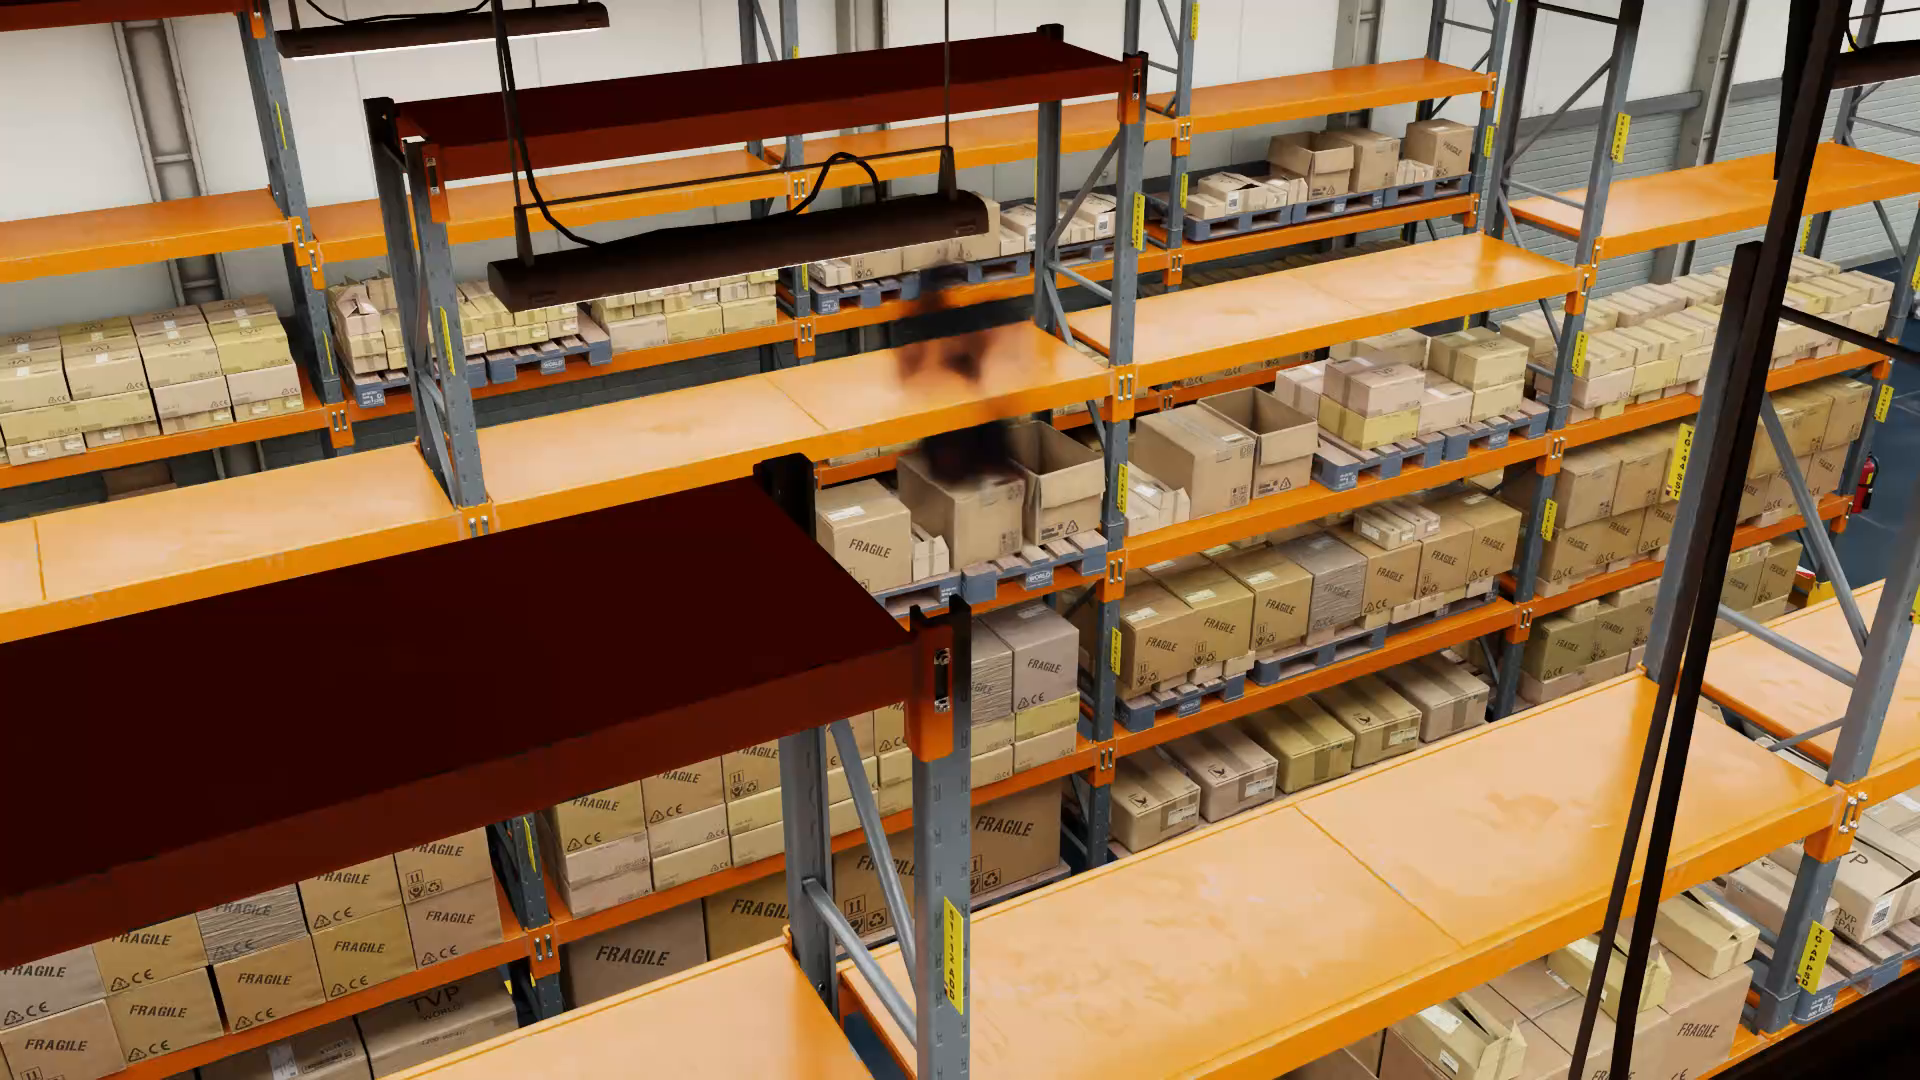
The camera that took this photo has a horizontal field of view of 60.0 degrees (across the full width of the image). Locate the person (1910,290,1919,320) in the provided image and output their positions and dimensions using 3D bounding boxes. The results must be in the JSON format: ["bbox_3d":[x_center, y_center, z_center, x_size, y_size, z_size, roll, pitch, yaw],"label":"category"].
[{"bbox_3d":[13.196,-3.850,22.351,0.612,1.759,0.639,-19,33,-31],"label":"person"}]
